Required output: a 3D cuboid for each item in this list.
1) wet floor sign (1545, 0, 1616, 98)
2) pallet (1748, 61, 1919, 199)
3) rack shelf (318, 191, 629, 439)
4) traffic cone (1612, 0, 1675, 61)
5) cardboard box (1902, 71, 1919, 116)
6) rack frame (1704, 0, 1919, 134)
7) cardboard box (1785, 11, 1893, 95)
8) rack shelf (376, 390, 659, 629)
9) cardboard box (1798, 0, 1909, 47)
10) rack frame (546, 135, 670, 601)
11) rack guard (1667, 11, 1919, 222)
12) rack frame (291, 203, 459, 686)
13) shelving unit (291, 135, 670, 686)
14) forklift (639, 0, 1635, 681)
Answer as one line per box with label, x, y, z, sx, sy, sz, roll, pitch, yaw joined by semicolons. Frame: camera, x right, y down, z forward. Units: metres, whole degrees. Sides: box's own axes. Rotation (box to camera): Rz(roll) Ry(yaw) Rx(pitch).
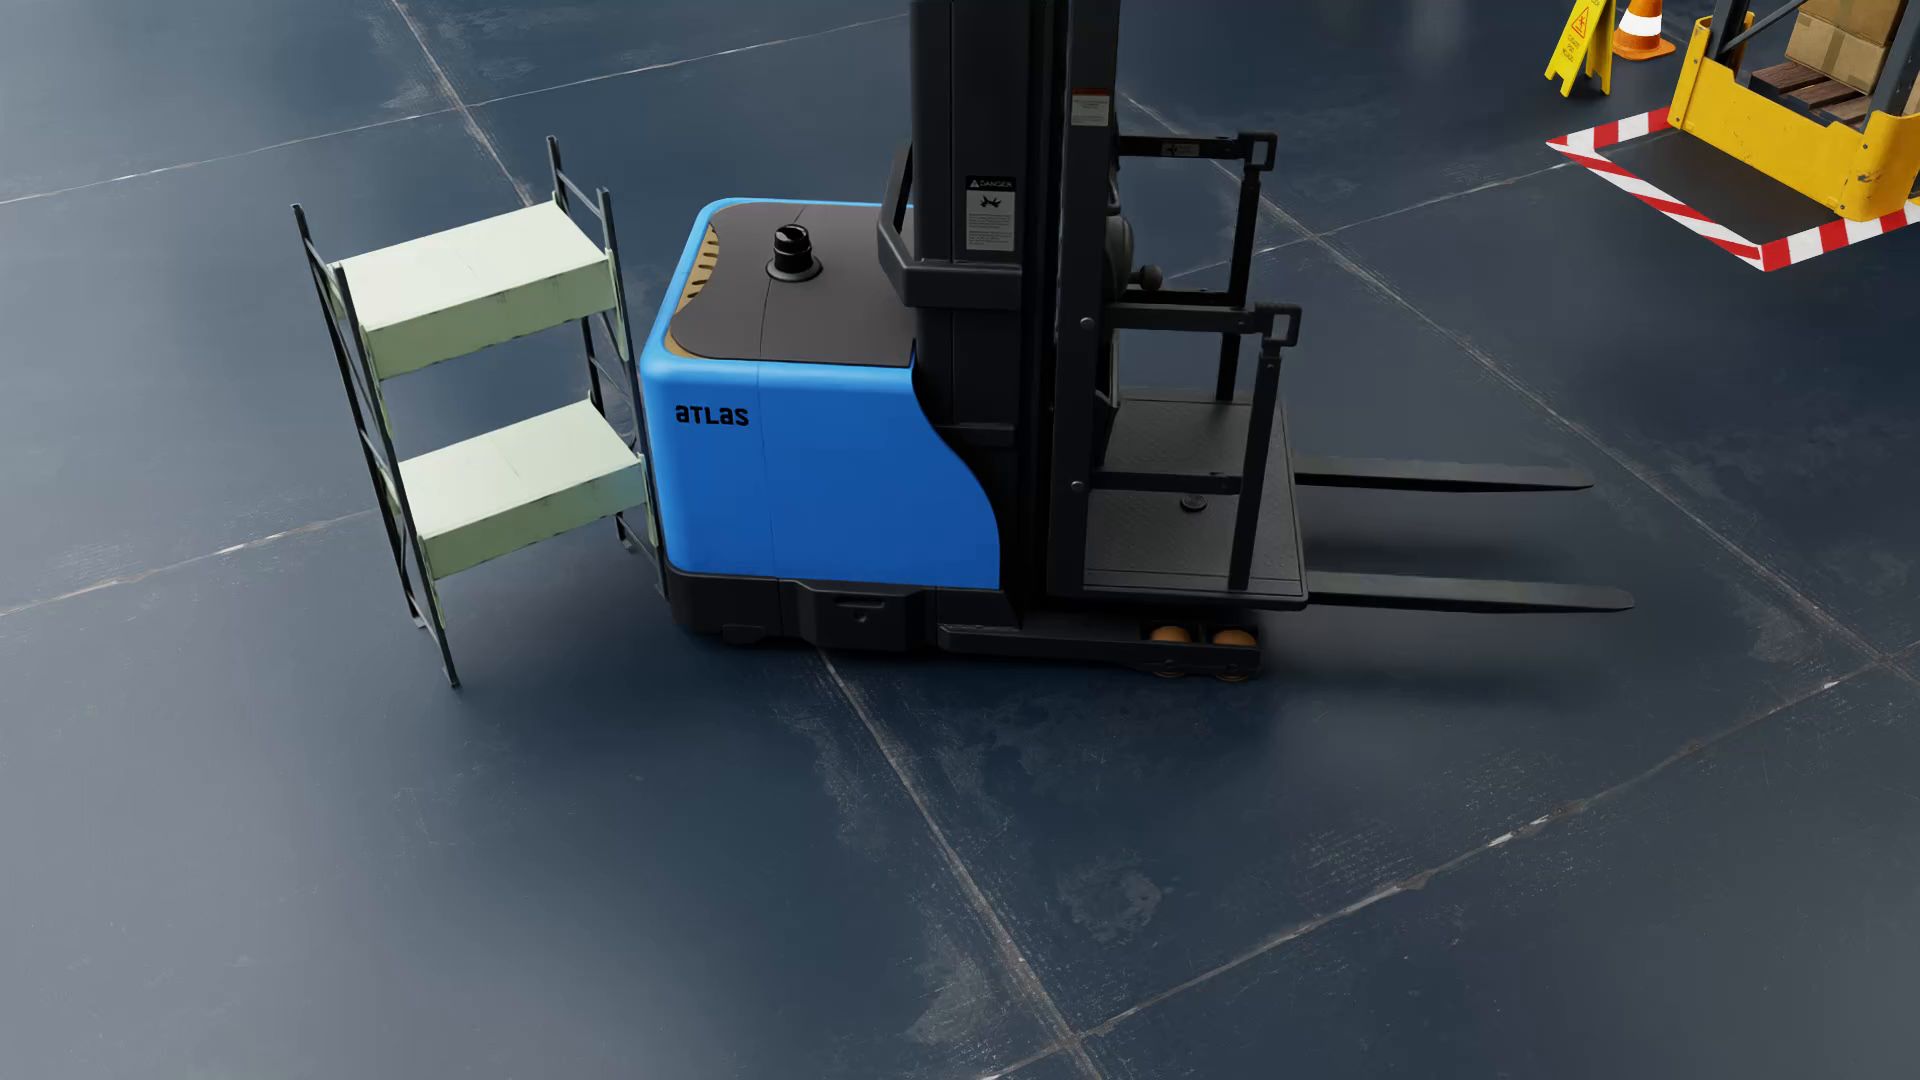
wet floor sign;3.150;-2.572;8.288;0.232;0.644;0.267;-5;40;-6
pallet;4.617;-2.094;8.061;1.213;0.211;1.003;-19;44;-21
rack shelf;-1.385;-0.655;4.757;0.720;0.370;0.431;-23;45;-24
traffic cone;3.598;-2.813;8.715;0.334;0.463;0.336;-19;44;-21
cardboard box;4.656;-2.107;7.720;0.500;0.250;0.500;-19;44;-21
rack frame;3.813;-2.914;6.870;0.127;3.000;1.000;-19;44;-21
cardboard box;4.427;-2.427;8.099;0.500;0.250;0.500;-19;44;-21
rack shelf;-1.383;-0.107;5.218;0.720;0.370;0.431;-23;45;-24
cardboard box;4.403;-2.699;7.840;0.500;0.500;0.500;-18;44;-20
rack frame;-1.077;-0.485;5.160;0.023;1.500;0.400;-23;45;-24
rack guard;3.880;-1.982;7.705;0.348;0.500;1.175;-19;44;-21
rack frame;-1.692;-0.228;4.856;0.023;1.500;0.400;-23;45;-24
shelving unit;-1.384;-0.356;5.008;0.755;1.500;0.431;-23;45;-24
forklift;0.614;-1.035;4.704;3.031;2.935;1.130;3;40;4
